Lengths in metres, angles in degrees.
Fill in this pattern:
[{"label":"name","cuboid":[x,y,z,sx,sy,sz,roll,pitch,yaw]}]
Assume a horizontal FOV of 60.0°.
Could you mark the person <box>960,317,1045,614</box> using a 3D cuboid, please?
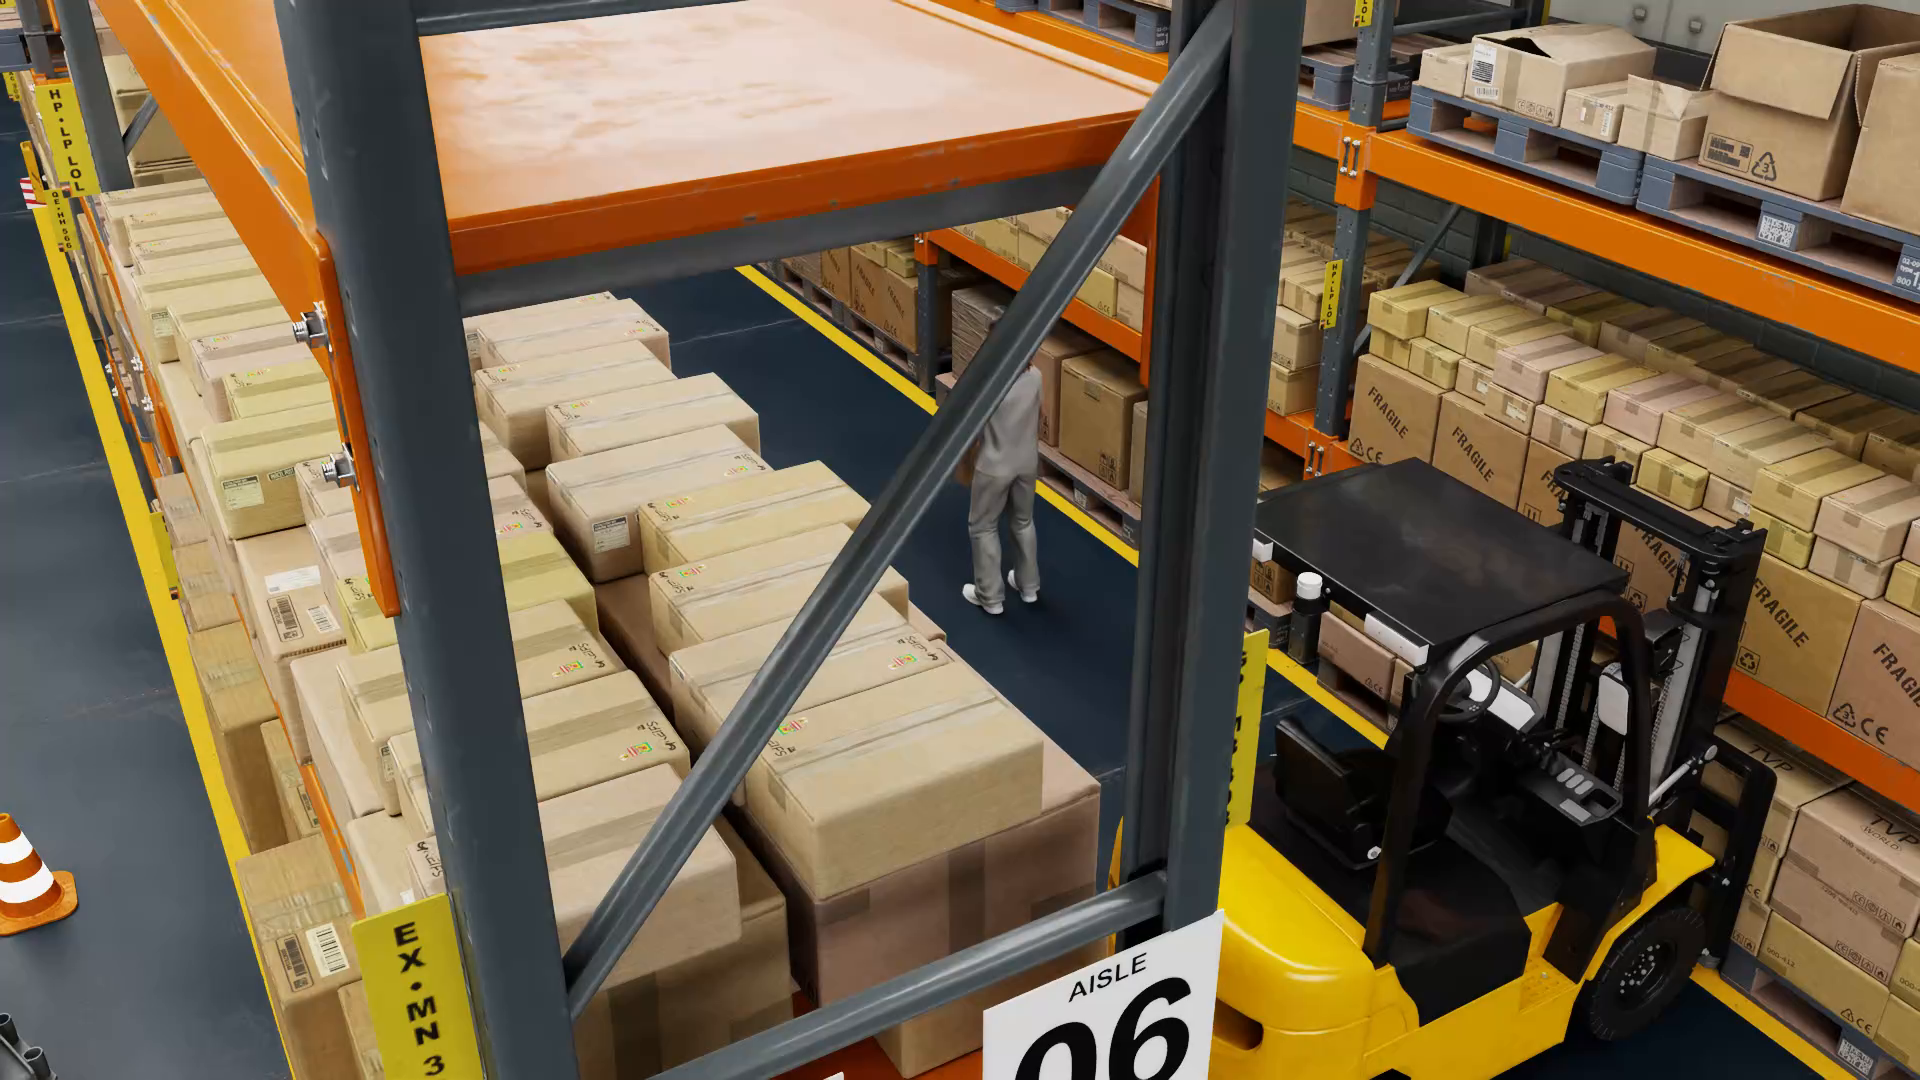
[{"label":"person","cuboid":[0.220,-0.403,8.847,0.466,1.676,0.412,-17,33,-27]}]
